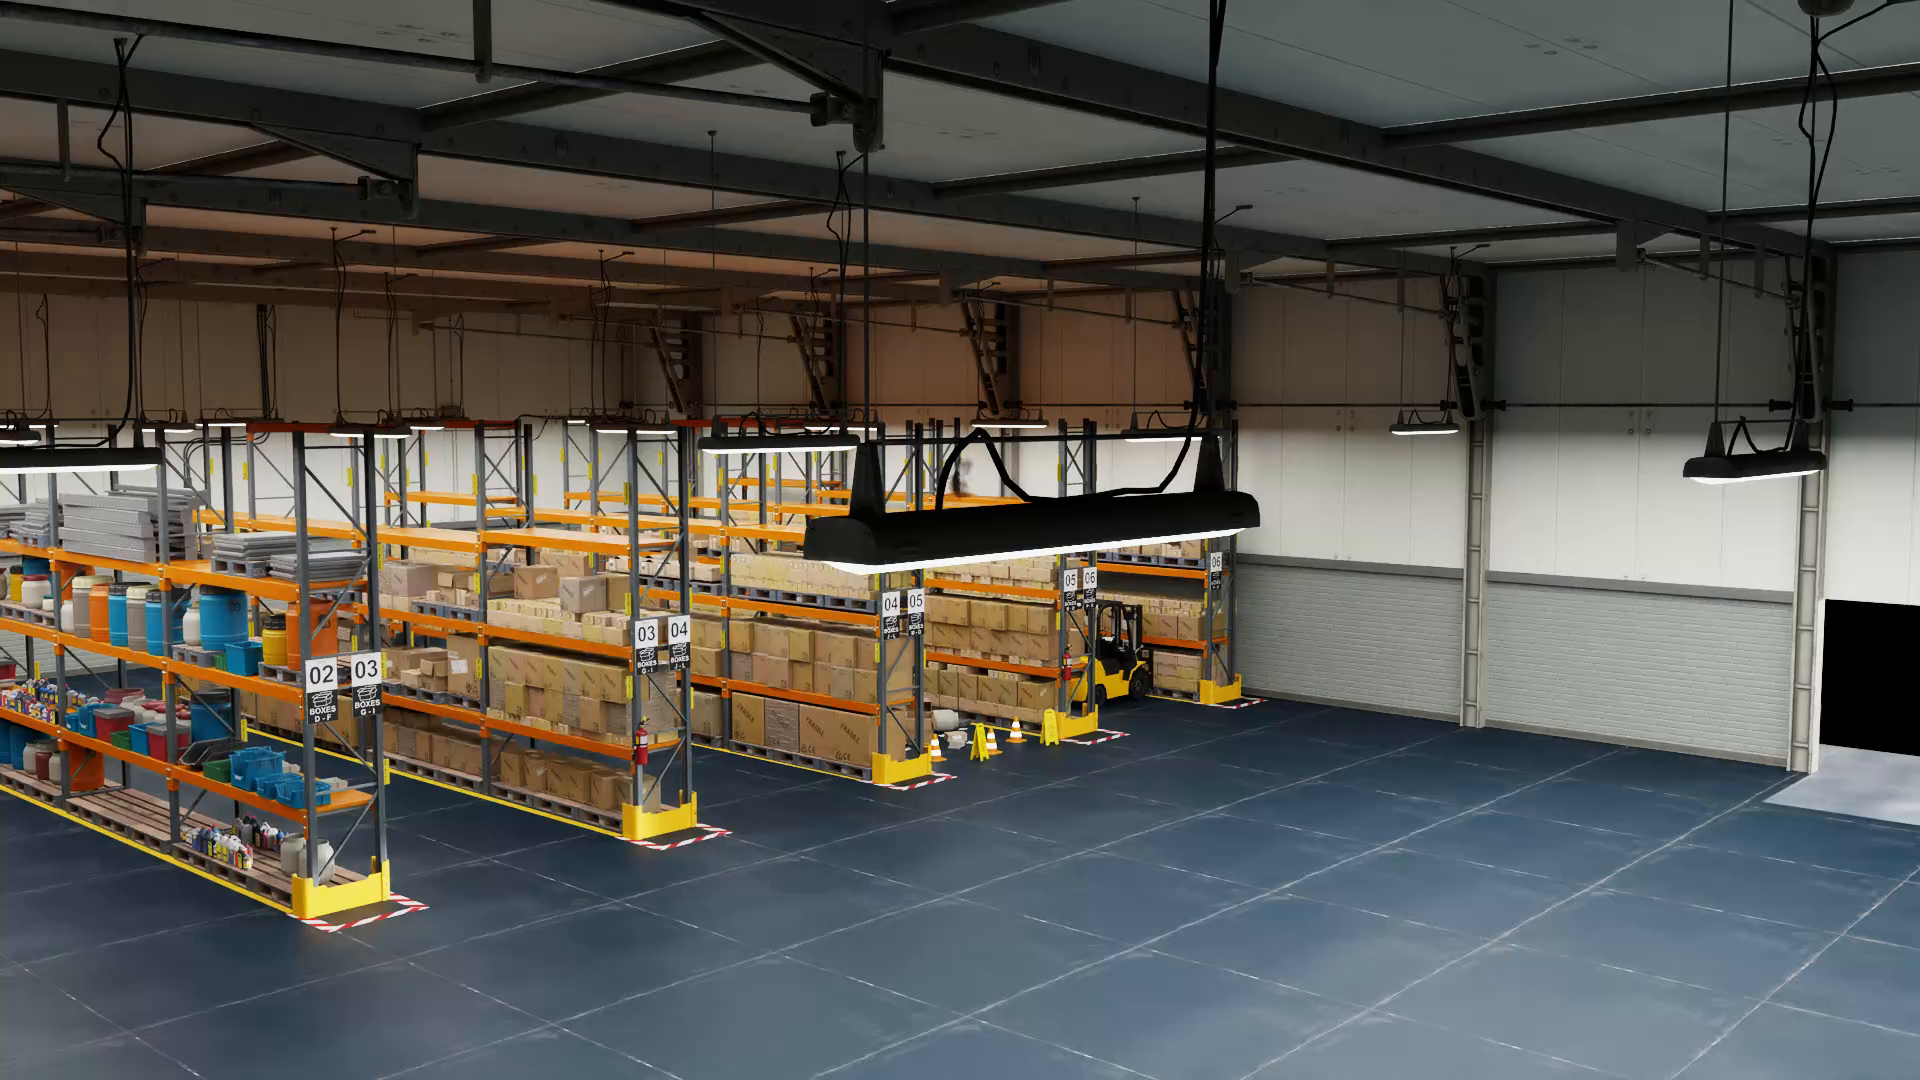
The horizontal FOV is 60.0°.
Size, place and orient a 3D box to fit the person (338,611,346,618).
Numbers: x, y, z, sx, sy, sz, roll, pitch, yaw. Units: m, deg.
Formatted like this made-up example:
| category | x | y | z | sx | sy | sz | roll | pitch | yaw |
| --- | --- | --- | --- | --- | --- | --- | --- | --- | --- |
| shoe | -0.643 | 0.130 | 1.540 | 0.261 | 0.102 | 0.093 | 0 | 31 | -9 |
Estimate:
| category | x | y | z | sx | sy | sz | roll | pitch | yaw |
| --- | --- | --- | --- | --- | --- | --- | --- | --- | --- |
| person | -14.215 | 2.439 | 37.693 | 0.870 | 1.630 | 0.837 | -1 | 5 | -13 |

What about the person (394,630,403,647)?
| category | x | y | z | sx | sy | sz | roll | pitch | yaw |
| --- | --- | --- | --- | --- | --- | --- | --- | --- | --- |
| person | -13.523 | 2.290 | 40.128 | 0.481 | 1.530 | 0.749 | -2 | 5 | -21 |
